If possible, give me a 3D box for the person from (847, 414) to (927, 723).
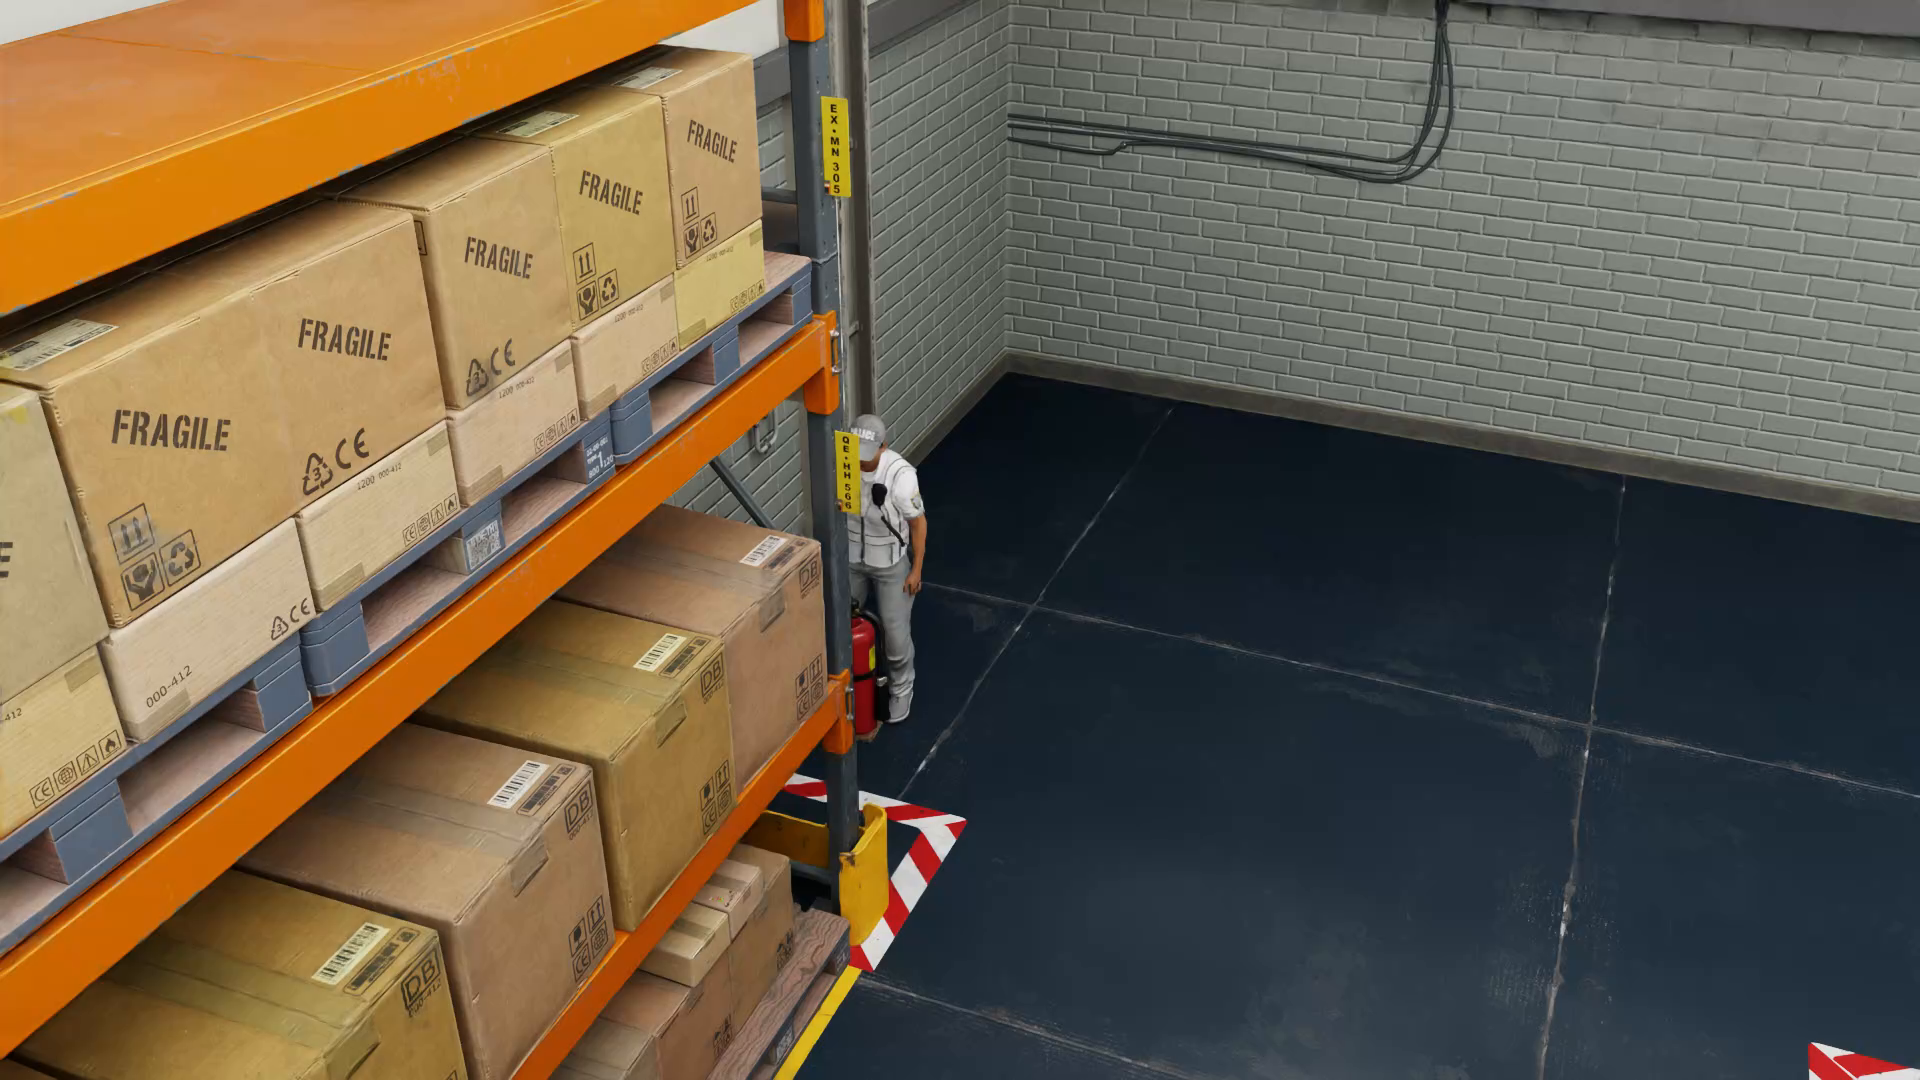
[{"bbox_3d":[-0.441,0.117,8.181,0.554,1.666,0.471,11,31,18],"label":"person"}]
